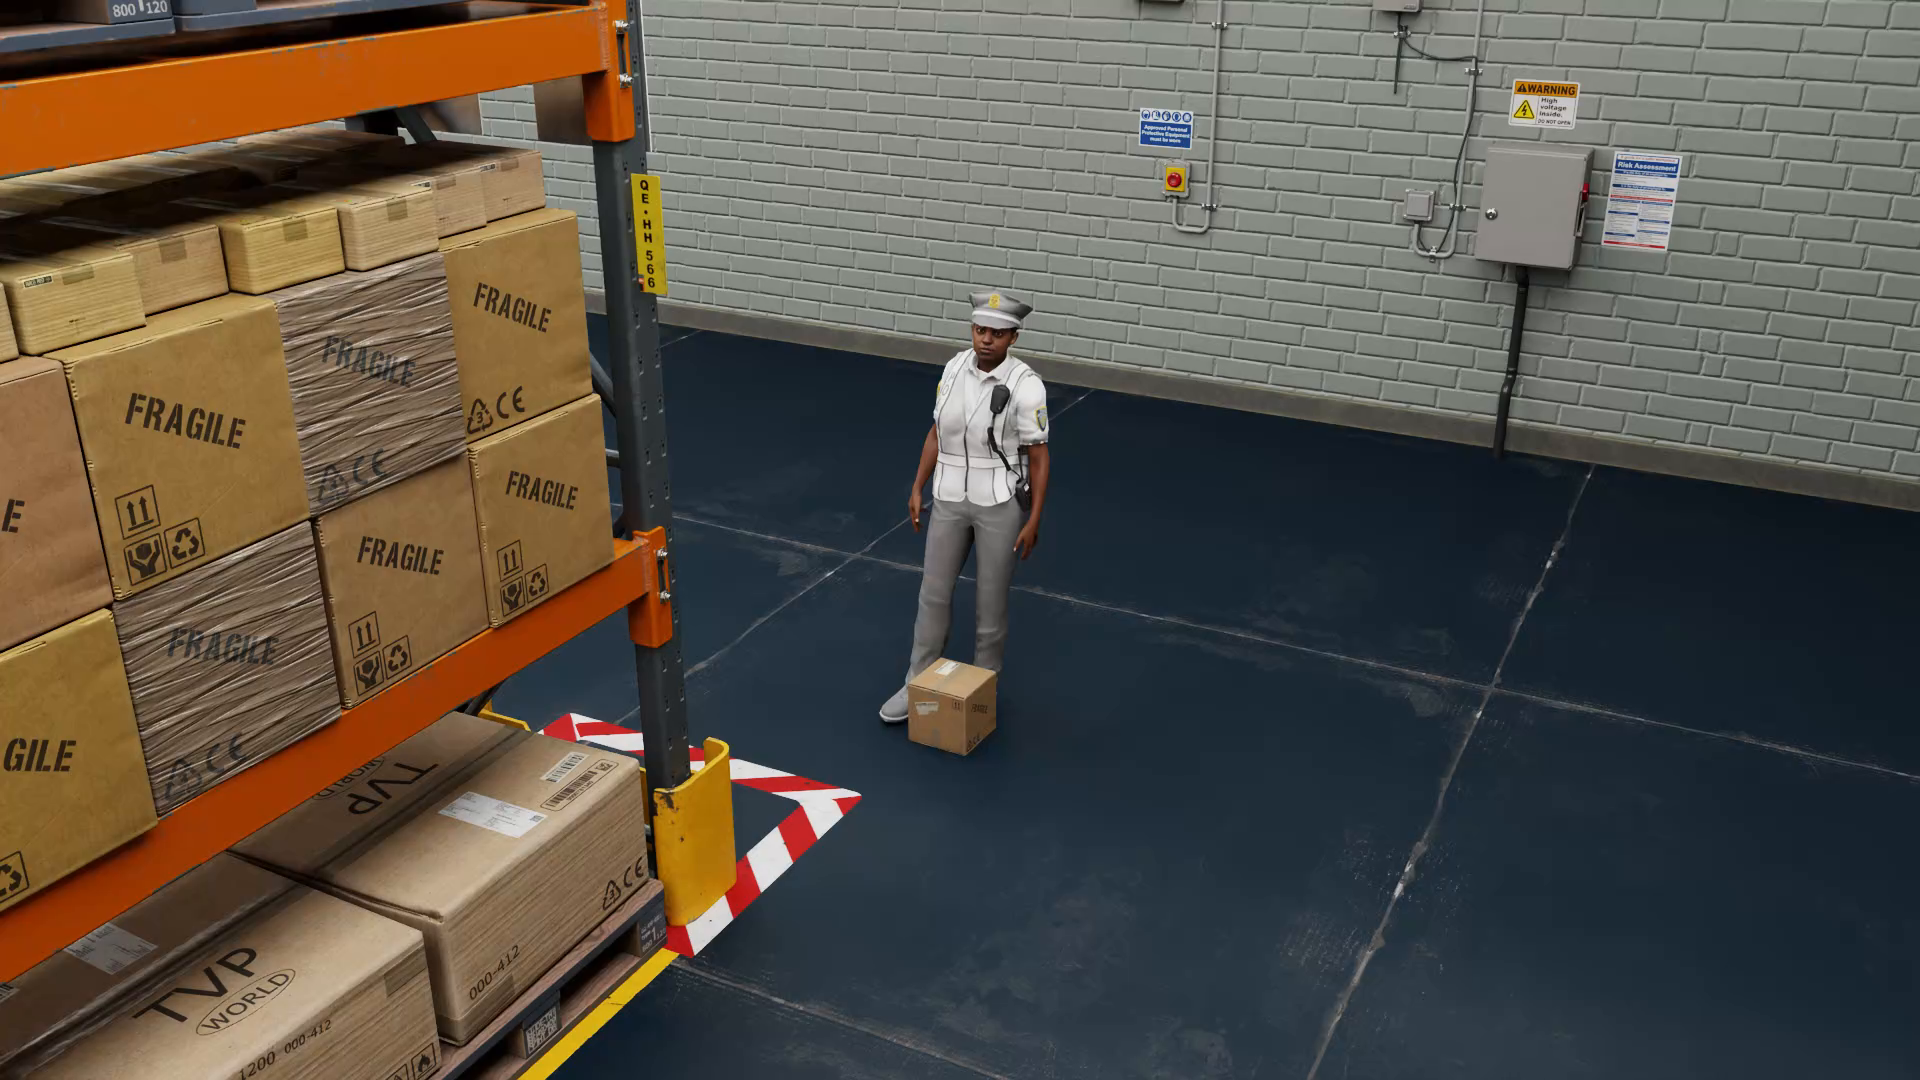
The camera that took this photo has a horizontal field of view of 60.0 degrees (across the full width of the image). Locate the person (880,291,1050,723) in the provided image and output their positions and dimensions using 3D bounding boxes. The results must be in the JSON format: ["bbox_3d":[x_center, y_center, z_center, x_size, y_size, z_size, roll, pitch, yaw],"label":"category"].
[{"bbox_3d":[0.032,-0.111,6.291,0.569,1.694,0.529,11,25,25],"label":"person"}]
